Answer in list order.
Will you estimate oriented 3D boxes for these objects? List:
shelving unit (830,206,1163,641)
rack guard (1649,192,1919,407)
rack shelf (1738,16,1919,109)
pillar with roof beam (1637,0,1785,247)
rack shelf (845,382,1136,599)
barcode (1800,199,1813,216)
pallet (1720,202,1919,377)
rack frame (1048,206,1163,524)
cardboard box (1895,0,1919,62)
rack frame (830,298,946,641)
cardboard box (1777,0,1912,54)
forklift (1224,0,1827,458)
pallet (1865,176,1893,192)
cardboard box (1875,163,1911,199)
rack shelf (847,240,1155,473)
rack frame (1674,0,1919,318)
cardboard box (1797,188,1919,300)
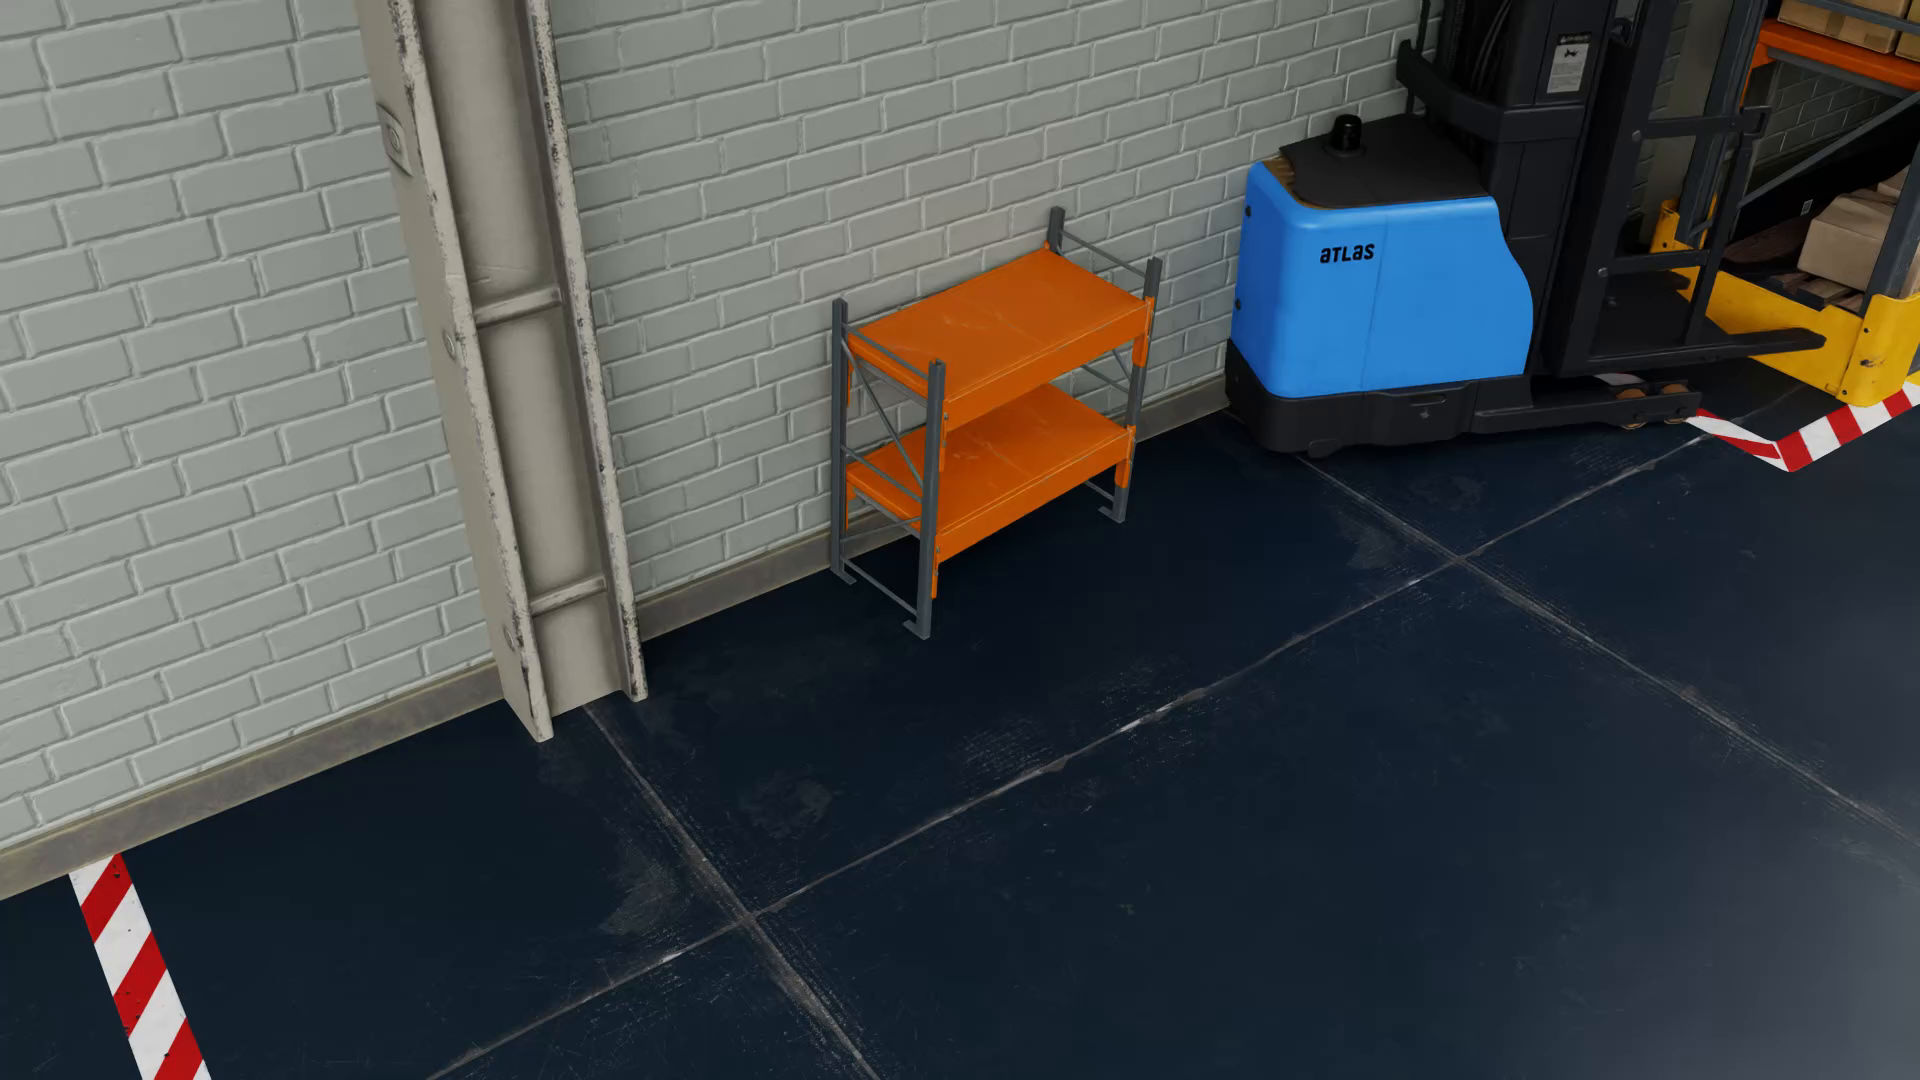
[{"bbox_3d":[0.110,-0.420,5.840,1.048,1.125,0.538,-29,49,-34],"label":"shelving unit"},{"bbox_3d":[3.610,-1.086,7.331,0.348,0.500,1.175,-22,41,-28],"label":"rack guard"},{"bbox_3d":[5.183,-2.456,7.711,4.000,0.370,1.077,-22,41,-28],"label":"rack shelf"},{"bbox_3d":[6.102,-3.104,2.859,0.400,9.000,9.100,-22,41,-28],"label":"pillar with roof beam"},{"bbox_3d":[0.096,-0.230,5.993,1.000,0.278,0.538,-29,49,-34],"label":"rack shelf"},{"bbox_3d":[3.950,-1.552,7.758,0.075,0.075,0.001,-22,41,-28],"label":"barcode"},{"bbox_3d":[4.295,-1.225,7.772,1.213,0.211,1.003,-22,41,-28],"label":"pallet"},{"bbox_3d":[0.476,-0.625,6.127,0.032,1.125,0.500,-29,49,-34],"label":"rack frame"},{"bbox_3d":[4.130,-2.035,6.622,0.500,0.250,0.500,-24,42,-29],"label":"cardboard box"},{"bbox_3d":[-0.257,-0.215,5.553,0.032,1.125,0.500,-29,49,-34],"label":"rack frame"},{"bbox_3d":[3.819,-2.272,6.951,0.500,0.250,0.500,-22,41,-27],"label":"cardboard box"},{"bbox_3d":[2.591,-1.944,6.442,3.031,2.935,1.130,-7,36,-9],"label":"forklift"},{"bbox_3d":[5.291,-1.633,8.339,1.213,0.211,1.003,-22,41,-28],"label":"pallet"},{"bbox_3d":[4.632,-1.544,7.753,0.500,0.311,0.500,-19,40,-24],"label":"cardboard box"},{"bbox_3d":[0.126,-0.648,5.657,1.000,0.278,0.538,-29,49,-34],"label":"rack shelf"},{"bbox_3d":[3.548,-2.075,6.566,0.127,3.000,1.000,-22,41,-28],"label":"rack frame"},{"bbox_3d":[4.166,-1.352,7.487,0.500,0.311,0.500,-28,44,-33],"label":"cardboard box"}]
